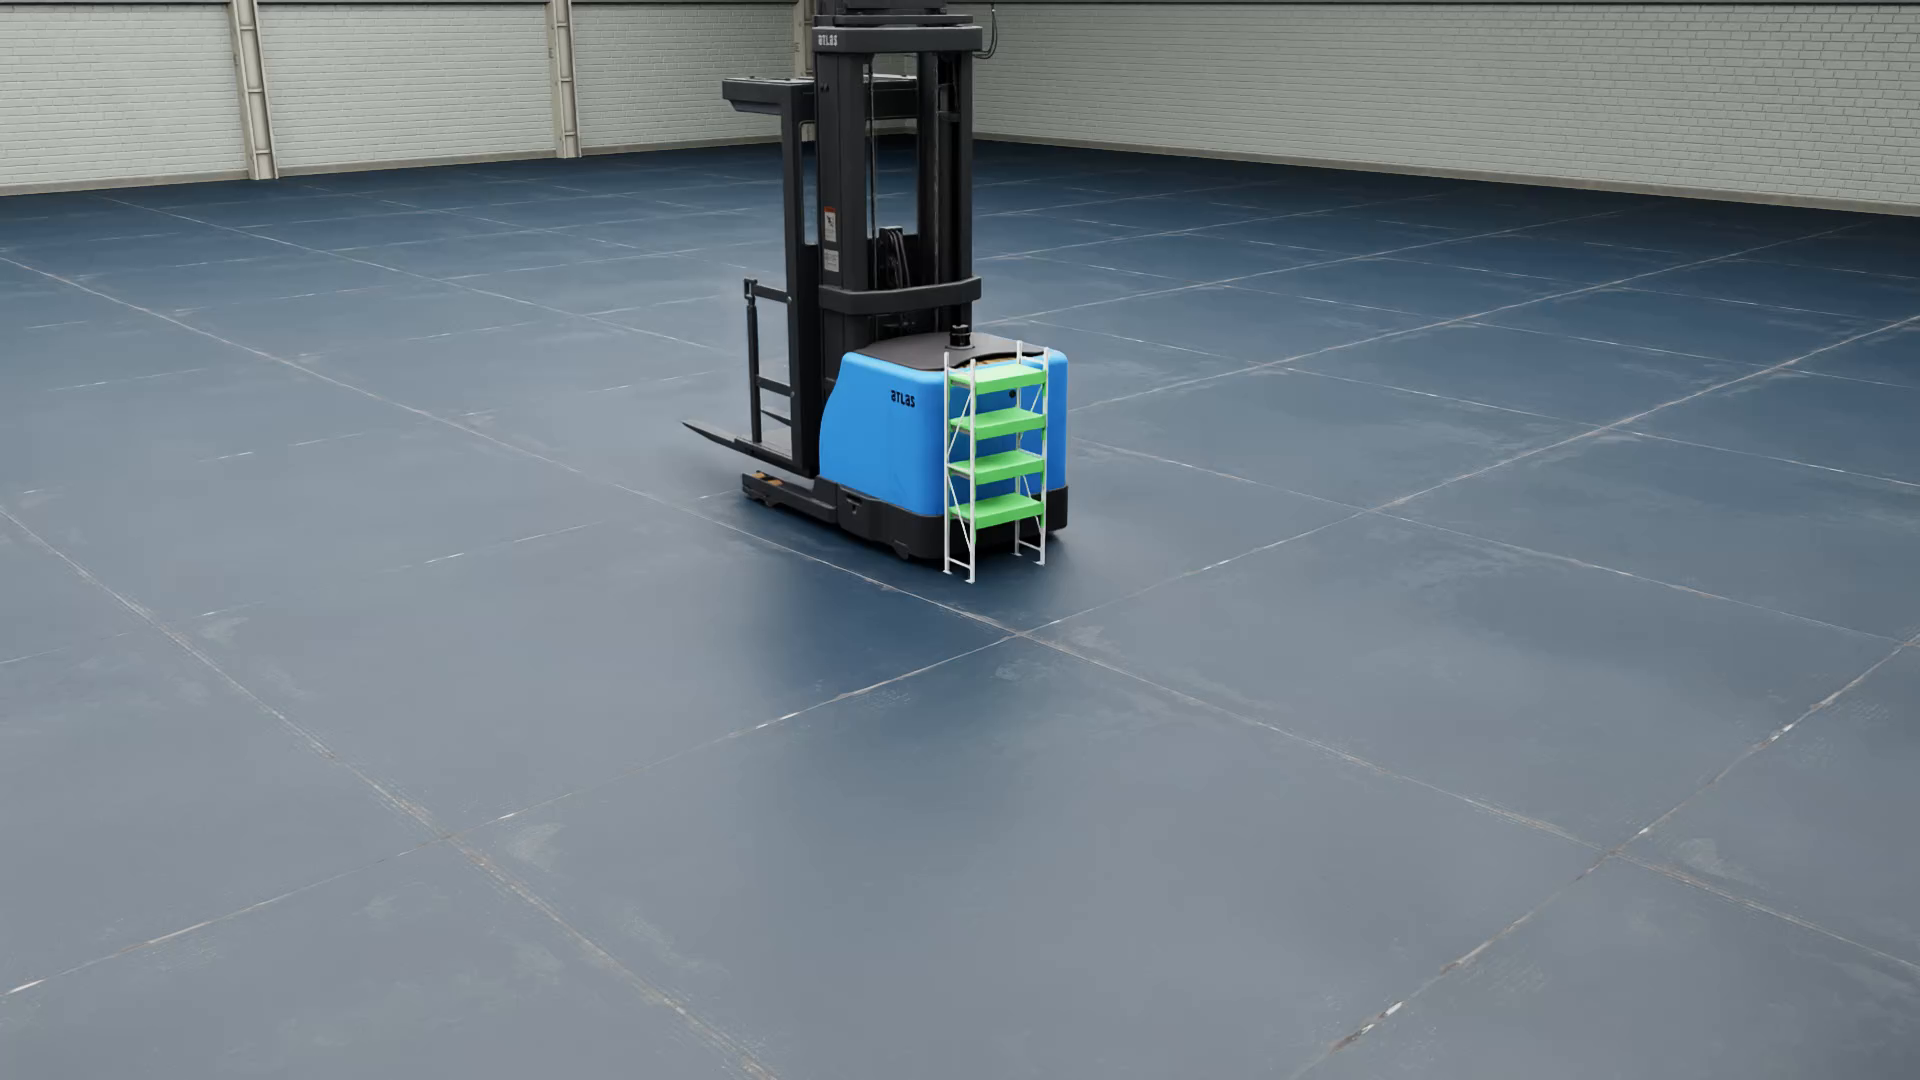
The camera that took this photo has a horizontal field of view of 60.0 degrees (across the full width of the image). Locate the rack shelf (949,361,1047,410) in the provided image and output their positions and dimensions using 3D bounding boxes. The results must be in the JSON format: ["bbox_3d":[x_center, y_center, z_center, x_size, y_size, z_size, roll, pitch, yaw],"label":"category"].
[{"bbox_3d":[0.191,-0.810,8.689,0.480,0.148,0.258,-14,22,-36],"label":"rack shelf"}]

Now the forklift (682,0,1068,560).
[{"bbox_3d":[-0.687,-1.678,9.907,1.130,2.935,3.031,-14,22,-36],"label":"forklift"}]

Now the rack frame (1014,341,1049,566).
[{"bbox_3d":[0.383,-0.461,8.961,0.015,1.200,0.240,-14,22,-36],"label":"rack frame"}]

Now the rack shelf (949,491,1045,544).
[{"bbox_3d":[0.190,-0.126,8.912,0.480,0.148,0.258,-14,22,-36],"label":"rack shelf"}]

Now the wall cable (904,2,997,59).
[{"bbox_3d":[-0.287,-11.936,36.742,0.112,2.526,3.097,-16,24,-41],"label":"wall cable"}]

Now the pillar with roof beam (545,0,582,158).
[{"bbox_3d":[-4.738,-10.849,28.355,0.400,9.000,9.100,-16,24,-41],"label":"pillar with roof beam"}]

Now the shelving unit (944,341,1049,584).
[{"bbox_3d":[0.190,-0.415,8.818,0.503,1.200,0.258,-14,22,-36],"label":"shelving unit"}]

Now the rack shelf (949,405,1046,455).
[{"bbox_3d":[0.191,-0.582,8.763,0.480,0.148,0.258,-14,22,-36],"label":"rack shelf"}]

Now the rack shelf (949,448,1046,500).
[{"bbox_3d":[0.190,-0.354,8.838,0.480,0.148,0.258,-14,22,-36],"label":"rack shelf"}]

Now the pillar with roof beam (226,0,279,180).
[{"bbox_3d":[-9.098,-9.578,24.434,0.400,9.000,9.100,-16,24,-41],"label":"pillar with roof beam"}]

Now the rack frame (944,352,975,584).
[{"bbox_3d":[-0.002,-0.369,8.675,0.015,1.200,0.240,-14,22,-36],"label":"rack frame"}]

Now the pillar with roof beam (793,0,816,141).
[{"bbox_3d":[-0.378,-12.120,32.277,0.400,9.000,9.100,-16,24,-41],"label":"pillar with roof beam"}]
